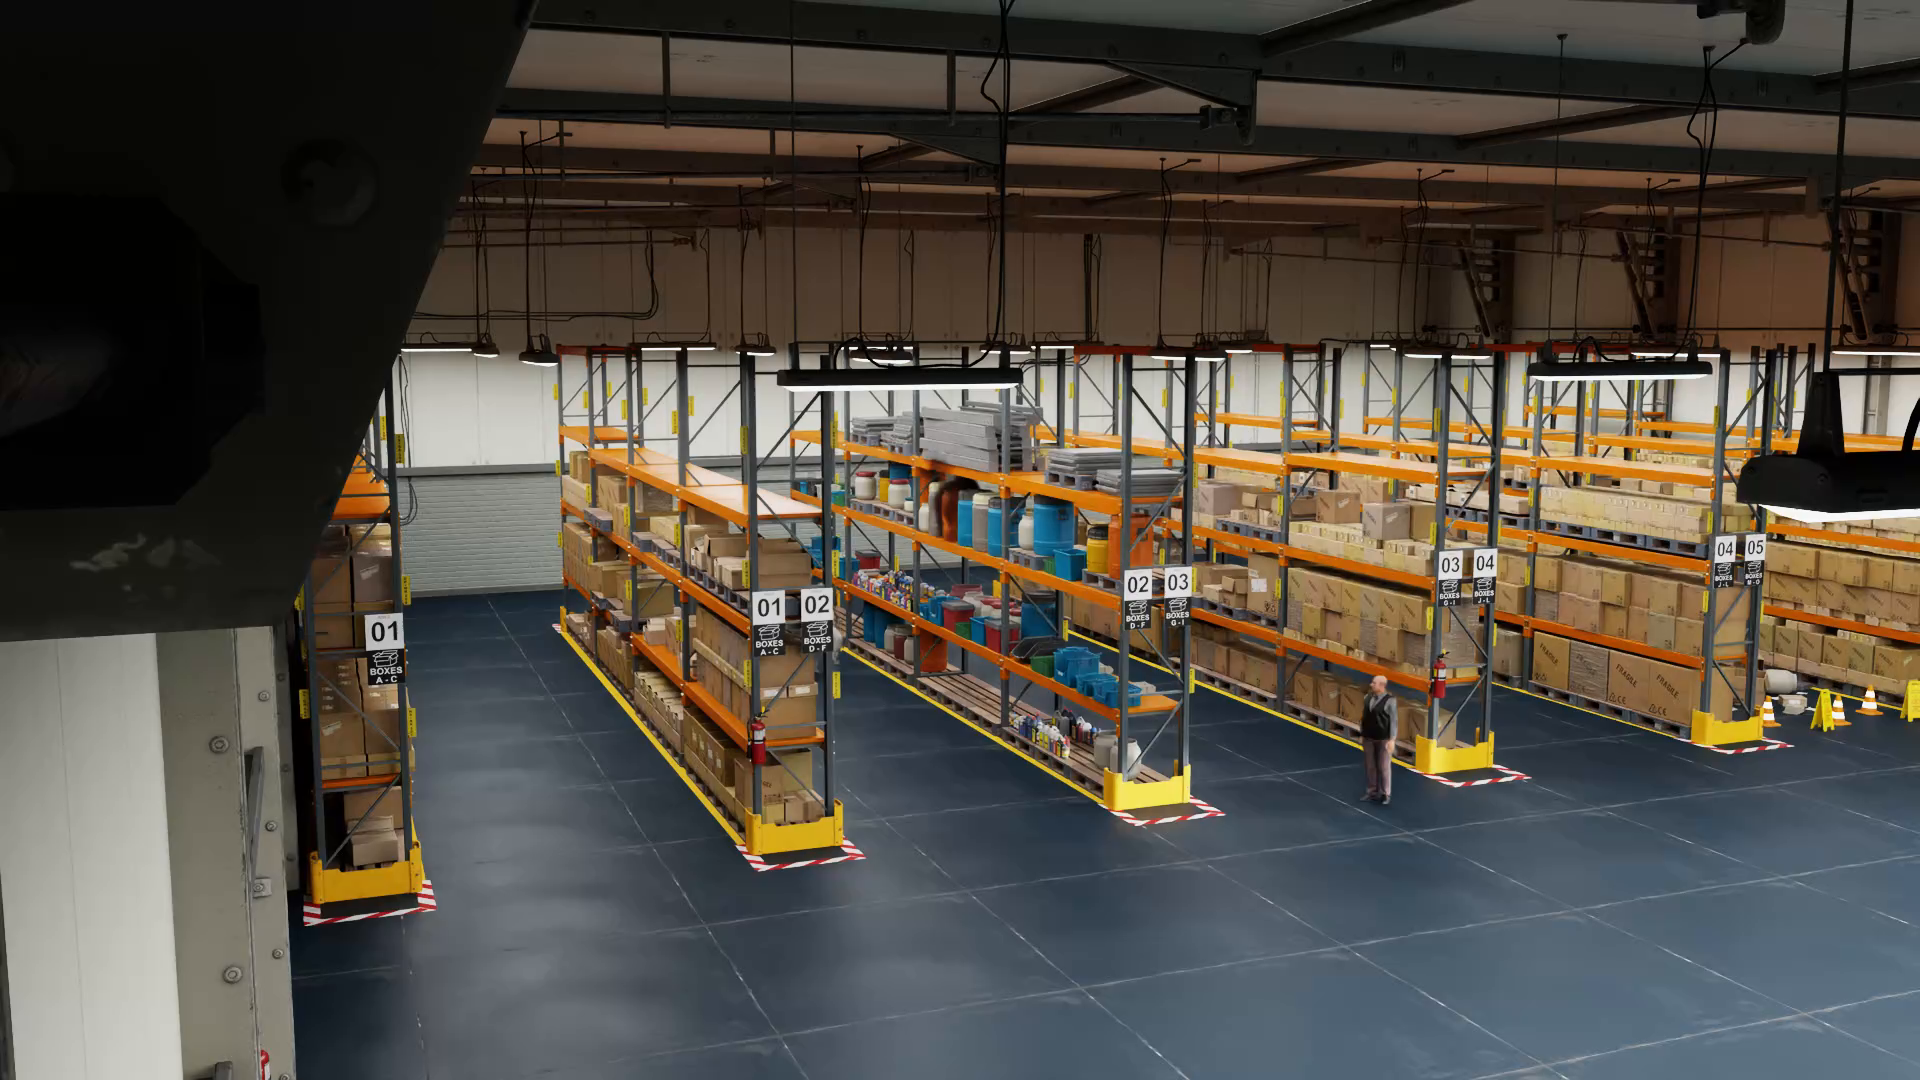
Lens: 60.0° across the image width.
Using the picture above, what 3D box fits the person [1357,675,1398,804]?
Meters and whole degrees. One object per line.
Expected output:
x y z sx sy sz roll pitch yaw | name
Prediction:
5.585 2.670 22.229 0.578 1.750 0.384 7 10 44 | person

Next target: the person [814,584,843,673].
-2.471 1.627 30.116 0.566 1.688 1.029 -2 8 -17 | person
